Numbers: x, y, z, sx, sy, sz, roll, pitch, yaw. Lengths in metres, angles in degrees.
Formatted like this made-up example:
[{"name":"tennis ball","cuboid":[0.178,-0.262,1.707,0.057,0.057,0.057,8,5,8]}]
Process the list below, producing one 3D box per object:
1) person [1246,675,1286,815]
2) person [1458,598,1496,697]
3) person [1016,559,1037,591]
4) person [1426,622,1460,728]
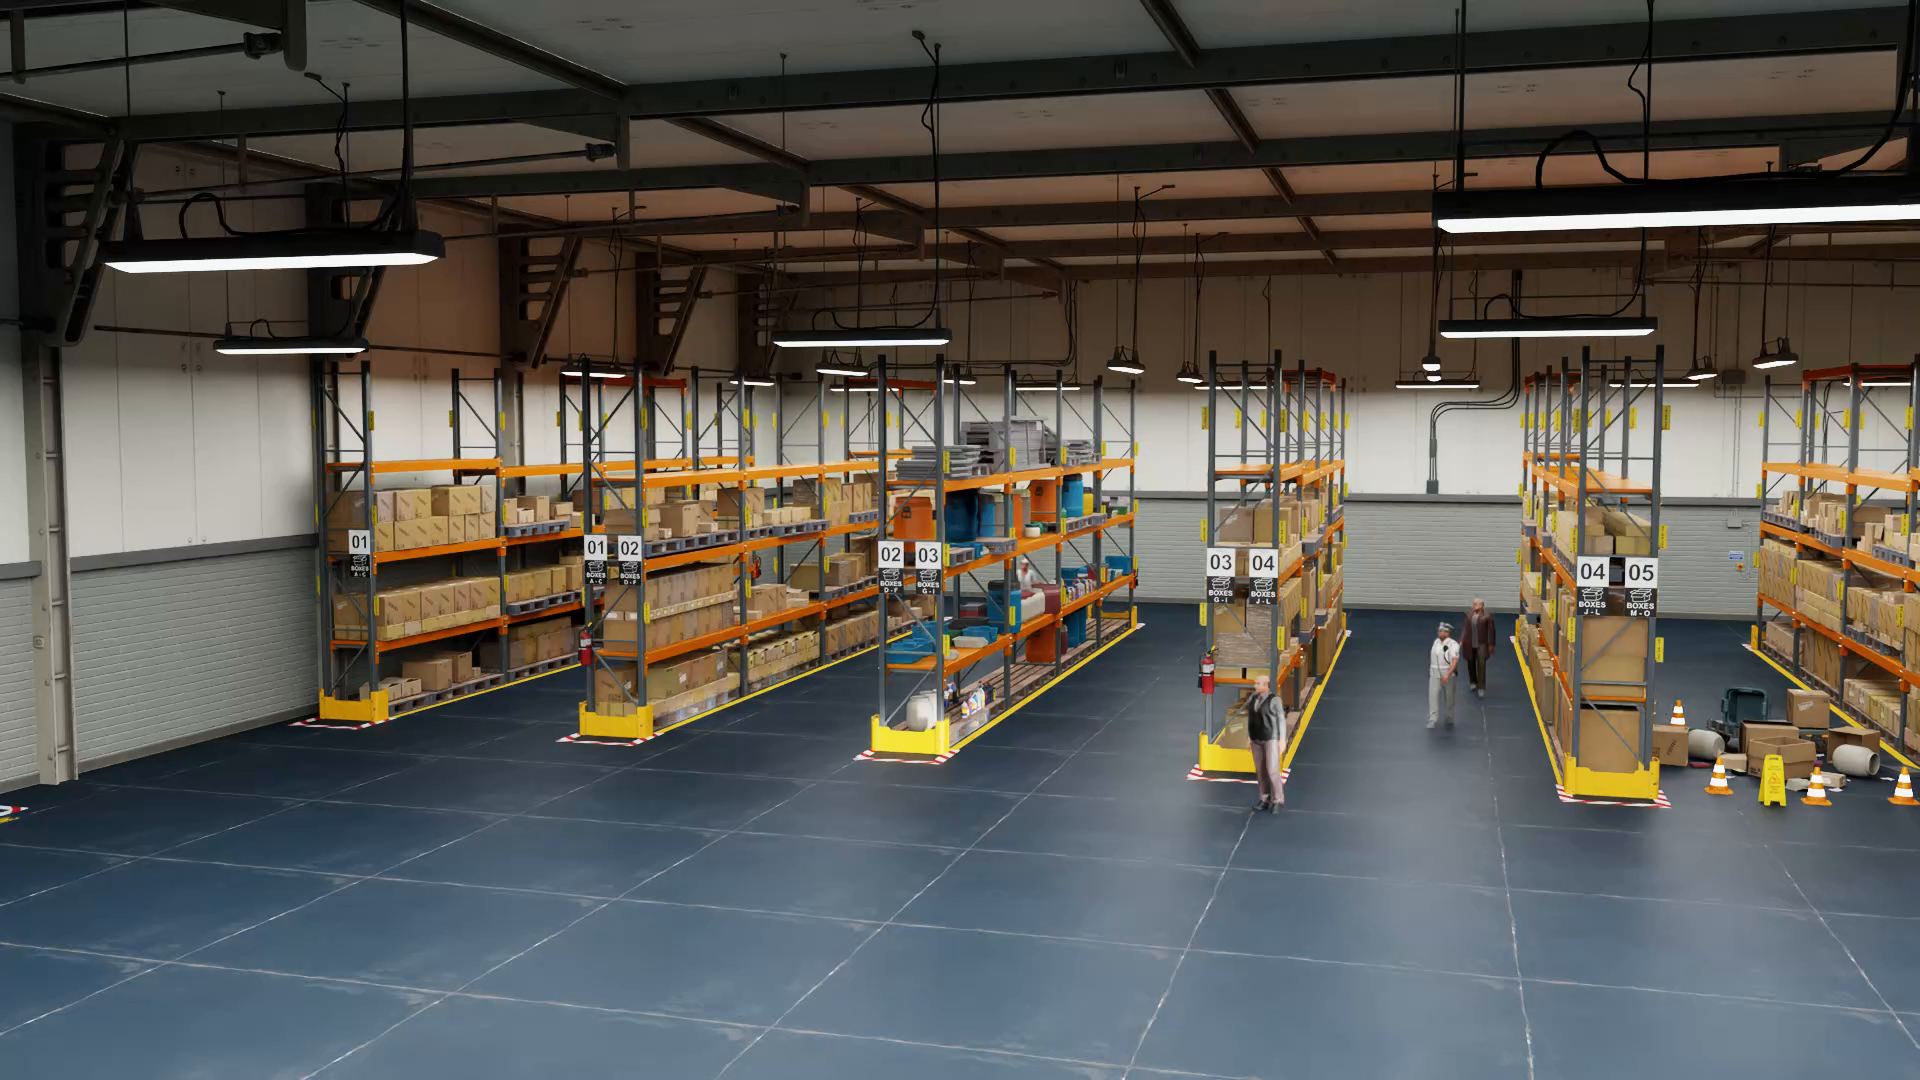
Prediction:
[{"name":"person","cuboid":[3.920,2.625,21.424,0.387,1.765,0.595,-4,5,-41]},{"name":"person","cuboid":[9.451,1.940,30.427,0.662,1.745,0.999,1,4,20]},{"name":"person","cuboid":[1.520,1.338,39.594,0.652,1.811,0.877,1,4,17]},{"name":"person","cuboid":[7.885,2.187,27.091,0.479,1.709,1.054,2,4,22]}]
